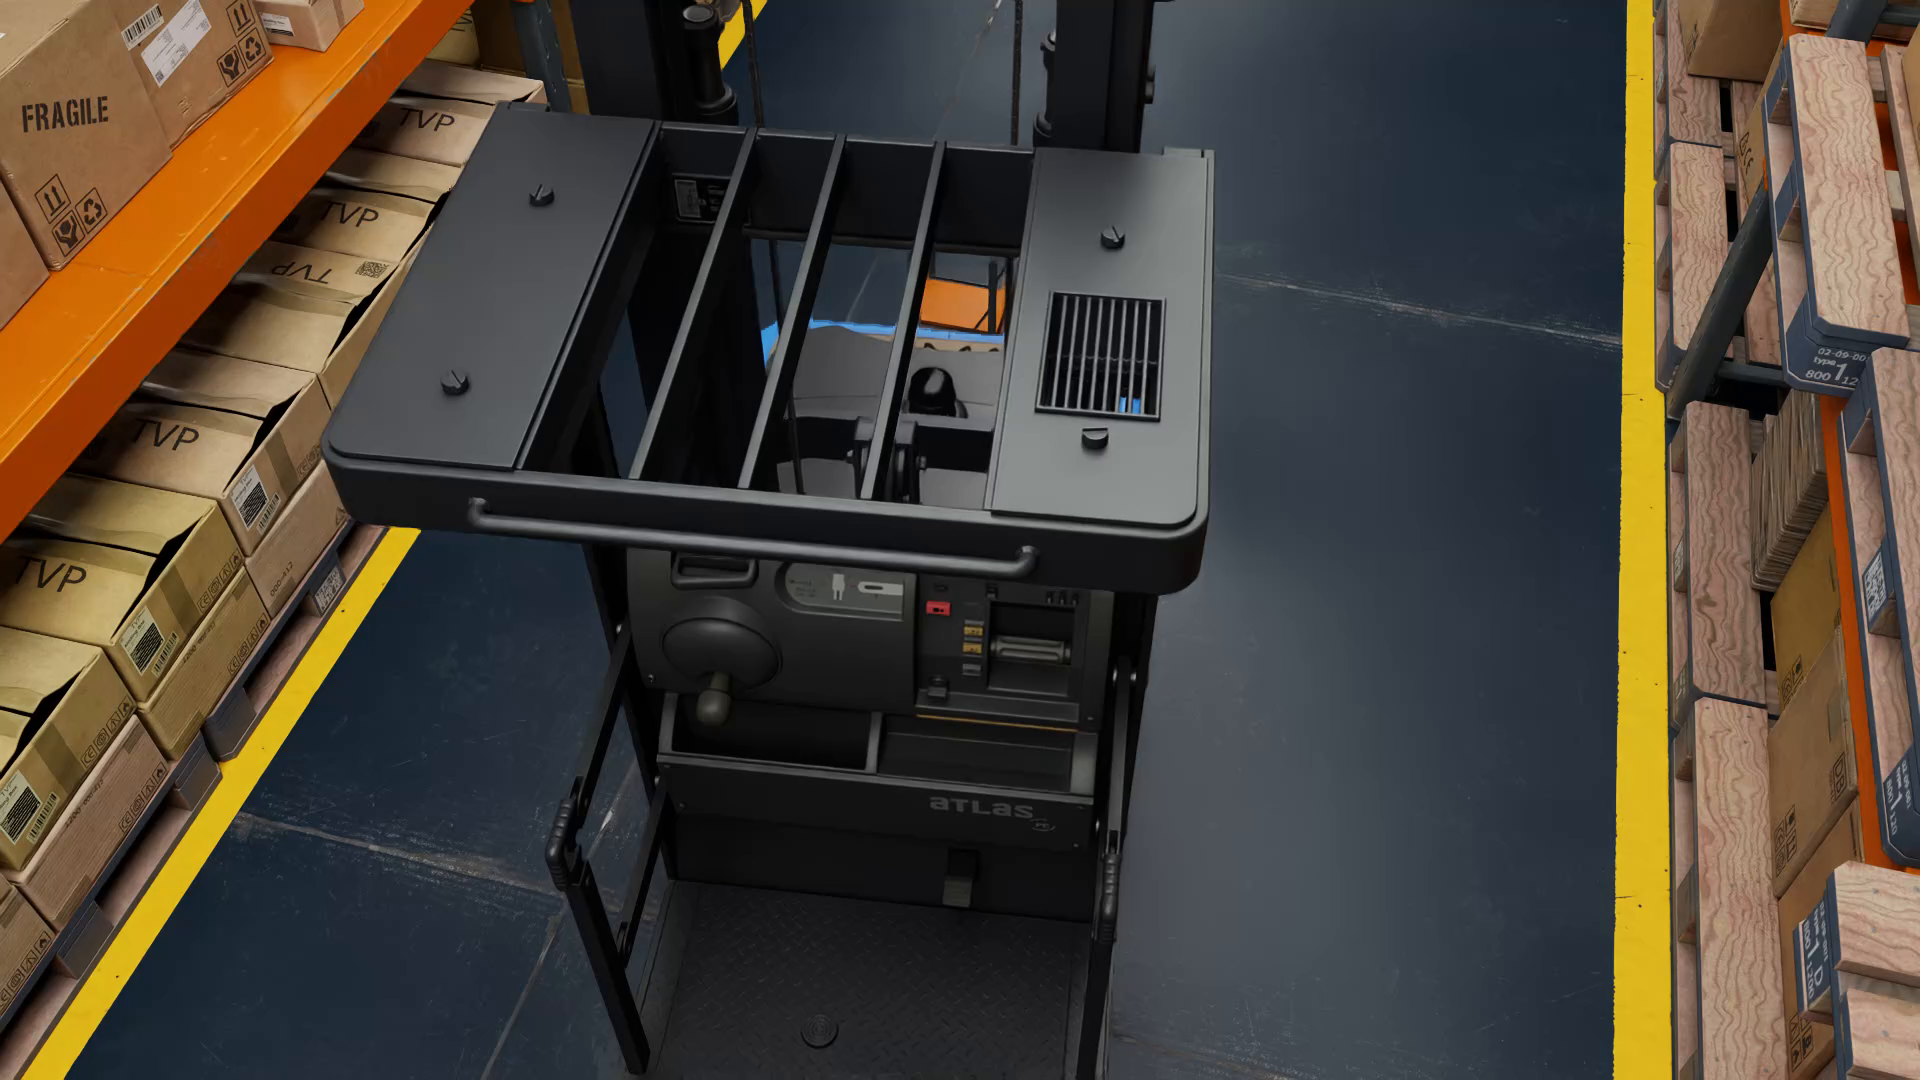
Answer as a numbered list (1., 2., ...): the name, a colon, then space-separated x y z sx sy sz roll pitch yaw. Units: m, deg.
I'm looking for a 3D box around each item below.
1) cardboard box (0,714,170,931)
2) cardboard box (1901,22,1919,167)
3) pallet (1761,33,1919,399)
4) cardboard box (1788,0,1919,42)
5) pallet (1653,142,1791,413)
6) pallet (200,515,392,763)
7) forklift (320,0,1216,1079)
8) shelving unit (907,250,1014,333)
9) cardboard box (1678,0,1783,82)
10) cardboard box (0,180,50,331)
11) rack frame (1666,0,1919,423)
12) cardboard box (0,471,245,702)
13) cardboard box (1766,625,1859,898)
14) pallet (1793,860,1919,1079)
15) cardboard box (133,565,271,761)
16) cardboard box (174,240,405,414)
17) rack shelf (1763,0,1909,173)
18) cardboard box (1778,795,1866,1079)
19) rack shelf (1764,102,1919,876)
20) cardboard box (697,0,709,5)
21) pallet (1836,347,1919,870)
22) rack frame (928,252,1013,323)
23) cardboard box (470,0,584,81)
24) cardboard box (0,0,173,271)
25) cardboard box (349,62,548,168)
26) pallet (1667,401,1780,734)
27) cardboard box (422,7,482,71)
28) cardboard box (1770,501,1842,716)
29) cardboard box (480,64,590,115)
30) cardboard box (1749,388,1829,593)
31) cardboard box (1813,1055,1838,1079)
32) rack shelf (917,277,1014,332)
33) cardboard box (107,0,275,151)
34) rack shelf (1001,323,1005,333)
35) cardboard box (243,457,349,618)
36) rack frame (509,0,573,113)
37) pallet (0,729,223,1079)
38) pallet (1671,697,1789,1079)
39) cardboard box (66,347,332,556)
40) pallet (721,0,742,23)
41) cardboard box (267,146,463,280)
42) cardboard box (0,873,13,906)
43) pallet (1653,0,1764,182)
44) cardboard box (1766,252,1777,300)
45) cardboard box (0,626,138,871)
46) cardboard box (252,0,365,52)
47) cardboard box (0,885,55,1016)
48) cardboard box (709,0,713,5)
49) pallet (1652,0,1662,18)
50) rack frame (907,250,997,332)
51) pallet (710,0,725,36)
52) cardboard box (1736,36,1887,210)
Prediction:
1. cardboard box: -2.402 0.664 4.217 0.500 0.250 0.500 10 49 9
2. cardboard box: 2.711 -1.158 3.912 0.700 0.500 0.500 12 50 10
3. pallet: 2.537 -0.754 4.042 1.003 0.211 1.213 12 50 10
4. cardboard box: 2.710 -1.700 4.837 0.500 0.250 0.500 12 50 10
5. pallet: 3.021 -0.911 5.913 1.003 0.211 1.213 12 50 10
6. pallet: -2.377 0.033 5.080 1.003 0.211 1.213 12 50 10
7. forklift: -0.197 0.289 3.040 1.130 2.935 3.031 5 49 4
8. shelving unit: 0.004 -0.407 4.809 0.258 1.200 0.189 12 50 10
9. cardboard box: 3.271 -2.137 6.509 0.700 0.500 0.500 9 49 8
10. cardboard box: -2.529 -0.673 3.776 0.500 0.500 0.500 9 49 8
11. rack frame: 2.878 -1.341 4.433 1.000 3.000 0.127 12 50 10
12. cardboard box: -2.267 0.092 4.348 0.500 0.311 0.500 10 49 9
13. cardboard box: 2.440 0.621 4.075 0.700 0.500 0.500 12 50 10
14. pallet: 1.910 1.079 2.425 1.213 0.211 1.003 12 50 10
15. cardboard box: -2.271 0.286 4.550 0.500 0.250 0.500 10 49 9
16. cardboard box: -1.996 -0.643 4.997 0.500 0.311 0.500 11 50 10
17. rack shelf: 3.405 -2.550 5.979 1.077 0.370 4.000 12 50 10
18. cardboard box: 2.316 0.988 3.751 0.700 0.500 0.500 11 50 10
19. rack shelf: 2.352 0.344 3.426 1.077 0.370 4.000 12 50 10
20. cardboard box: -1.351 -2.181 6.728 0.500 0.250 0.500 12 50 10
21. pallet: 2.307 0.176 3.222 1.003 0.211 1.213 12 50 10
22. rack frame: 0.028 -0.474 4.868 0.240 1.200 0.006 12 50 10
23. cardboard box: -1.478 -2.067 6.127 0.500 0.500 0.500 12 50 10
24. cardboard box: -2.390 -1.053 4.112 0.500 0.500 0.500 12 50 10
25. cardboard box: -1.732 -1.381 5.648 0.500 0.311 0.500 12 50 10
26. pallet: 2.675 0.145 4.981 1.003 0.211 1.213 12 50 10
27. cardboard box: -1.991 -1.924 6.501 0.500 0.250 0.500 12 50 10
28. cardboard box: 2.613 0.260 4.394 0.700 0.500 0.500 11 49 9
29. cardboard box: -1.487 -1.821 6.410 0.500 0.250 0.500 12 50 10
30. cardboard box: 2.701 -0.124 4.732 0.700 0.500 0.500 13 50 11
31. cardboard box: 2.212 1.353 3.429 0.700 0.500 0.500 11 50 10
32. rack shelf: 0.004 -0.616 4.573 0.258 0.103 0.180 12 50 10
33. cardboard box: -2.258 -1.416 4.432 0.500 0.500 0.500 15 50 13
34. rack shelf: 0.004 -0.537 4.663 0.258 0.103 0.180 12 50 10
35. cardboard box: -2.136 -0.084 4.878 0.500 0.250 0.500 12 50 11
36. rack frame: -1.902 -2.316 5.293 1.000 3.000 0.127 12 50 10
37. pallet: -2.700 0.912 4.304 1.003 0.211 1.213 12 50 10
38. pallet: 2.356 1.030 4.200 1.003 0.211 1.213 12 50 10
39. cardboard box: -2.132 -0.280 4.676 0.500 0.311 0.500 11 49 10
40. pallet: -1.333 -2.845 7.620 1.003 0.211 1.213 12 50 10
41. cardboard box: -1.863 -1.004 5.315 0.500 0.311 0.500 13 50 11
42. cardboard box: -2.533 0.842 3.686 0.500 0.311 0.500 13 50 11
43. pallet: 3.340 -1.796 6.695 1.003 0.211 1.213 12 50 10
44. cardboard box: 2.990 -0.942 5.677 0.380 0.166 0.250 6 49 5
45. cardboard box: -2.403 0.460 4.023 0.500 0.311 0.500 10 49 9
46. cardboard box: -1.956 -1.599 4.750 0.396 0.266 0.258 10 49 9
47. cardboard box: -2.533 1.027 3.896 0.500 0.250 0.500 11 50 10
48. cardboard box: -1.214 -2.542 7.047 0.500 0.250 0.500 12 50 10
49. pallet: 3.663 -2.676 7.471 1.003 0.211 1.213 12 50 10
50. rack frame: -0.020 -0.341 4.751 0.240 1.200 0.006 12 50 10
51. pallet: -1.652 -1.960 6.839 1.003 0.211 1.213 12 50 10
52. cardboard box: 3.113 -1.418 5.875 0.500 0.500 0.500 8 49 7
